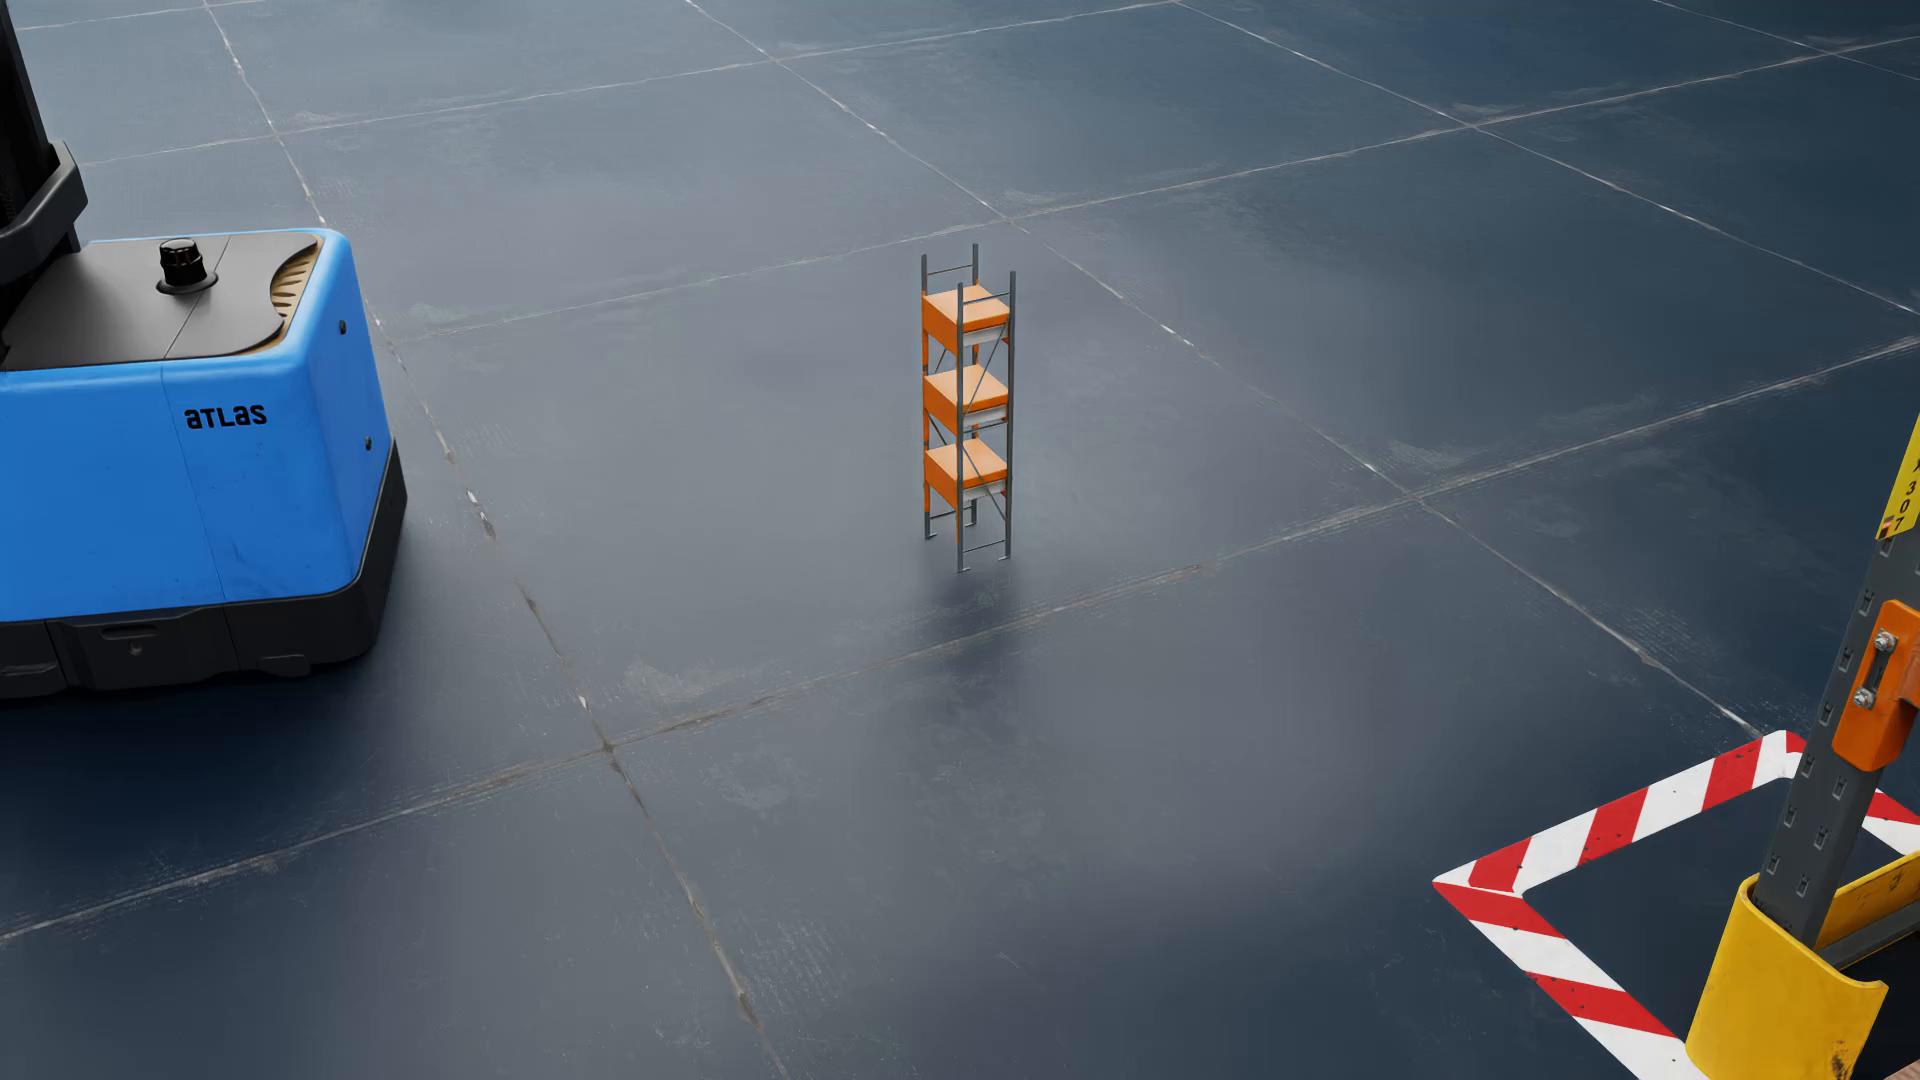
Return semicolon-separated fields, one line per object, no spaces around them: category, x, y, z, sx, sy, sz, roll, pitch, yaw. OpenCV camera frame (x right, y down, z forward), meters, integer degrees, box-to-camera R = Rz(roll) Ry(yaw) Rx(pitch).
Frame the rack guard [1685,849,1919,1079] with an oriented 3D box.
rack guard;2.270;0.909;3.868;1.175;0.500;0.348;-16;36;-23

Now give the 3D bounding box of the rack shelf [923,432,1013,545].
rack shelf;0.025;-0.174;5.583;0.215;0.259;0.240;-16;36;-23

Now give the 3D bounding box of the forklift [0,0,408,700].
forklift;-3.367;-0.960;4.532;3.031;2.935;1.130;-5;33;-8

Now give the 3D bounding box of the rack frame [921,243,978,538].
rack frame;-0.032;-0.475;5.518;0.200;1.050;0.008;-16;36;-23

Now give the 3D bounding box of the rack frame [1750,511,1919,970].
rack frame;2.192;-0.168;3.232;1.000;3.000;0.127;-16;36;-23

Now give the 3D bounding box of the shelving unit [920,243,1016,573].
shelving unit;0.025;-0.417;5.427;0.215;1.050;0.252;-16;36;-23

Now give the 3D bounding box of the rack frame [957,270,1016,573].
rack frame;0.082;-0.358;5.336;0.200;1.050;0.008;-16;36;-23

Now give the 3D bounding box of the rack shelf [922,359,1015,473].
rack shelf;0.025;-0.408;5.433;0.215;0.259;0.240;-16;36;-23

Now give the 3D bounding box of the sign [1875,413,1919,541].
sign;1.704;-0.149;2.945;0.100;0.325;0.005;-16;36;-23

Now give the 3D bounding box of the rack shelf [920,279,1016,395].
rack shelf;0.025;-0.647;5.280;0.215;0.259;0.240;-16;36;-23

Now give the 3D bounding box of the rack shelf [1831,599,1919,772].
rack shelf;3.125;1.089;1.936;1.077;0.370;4.000;-16;36;-23
